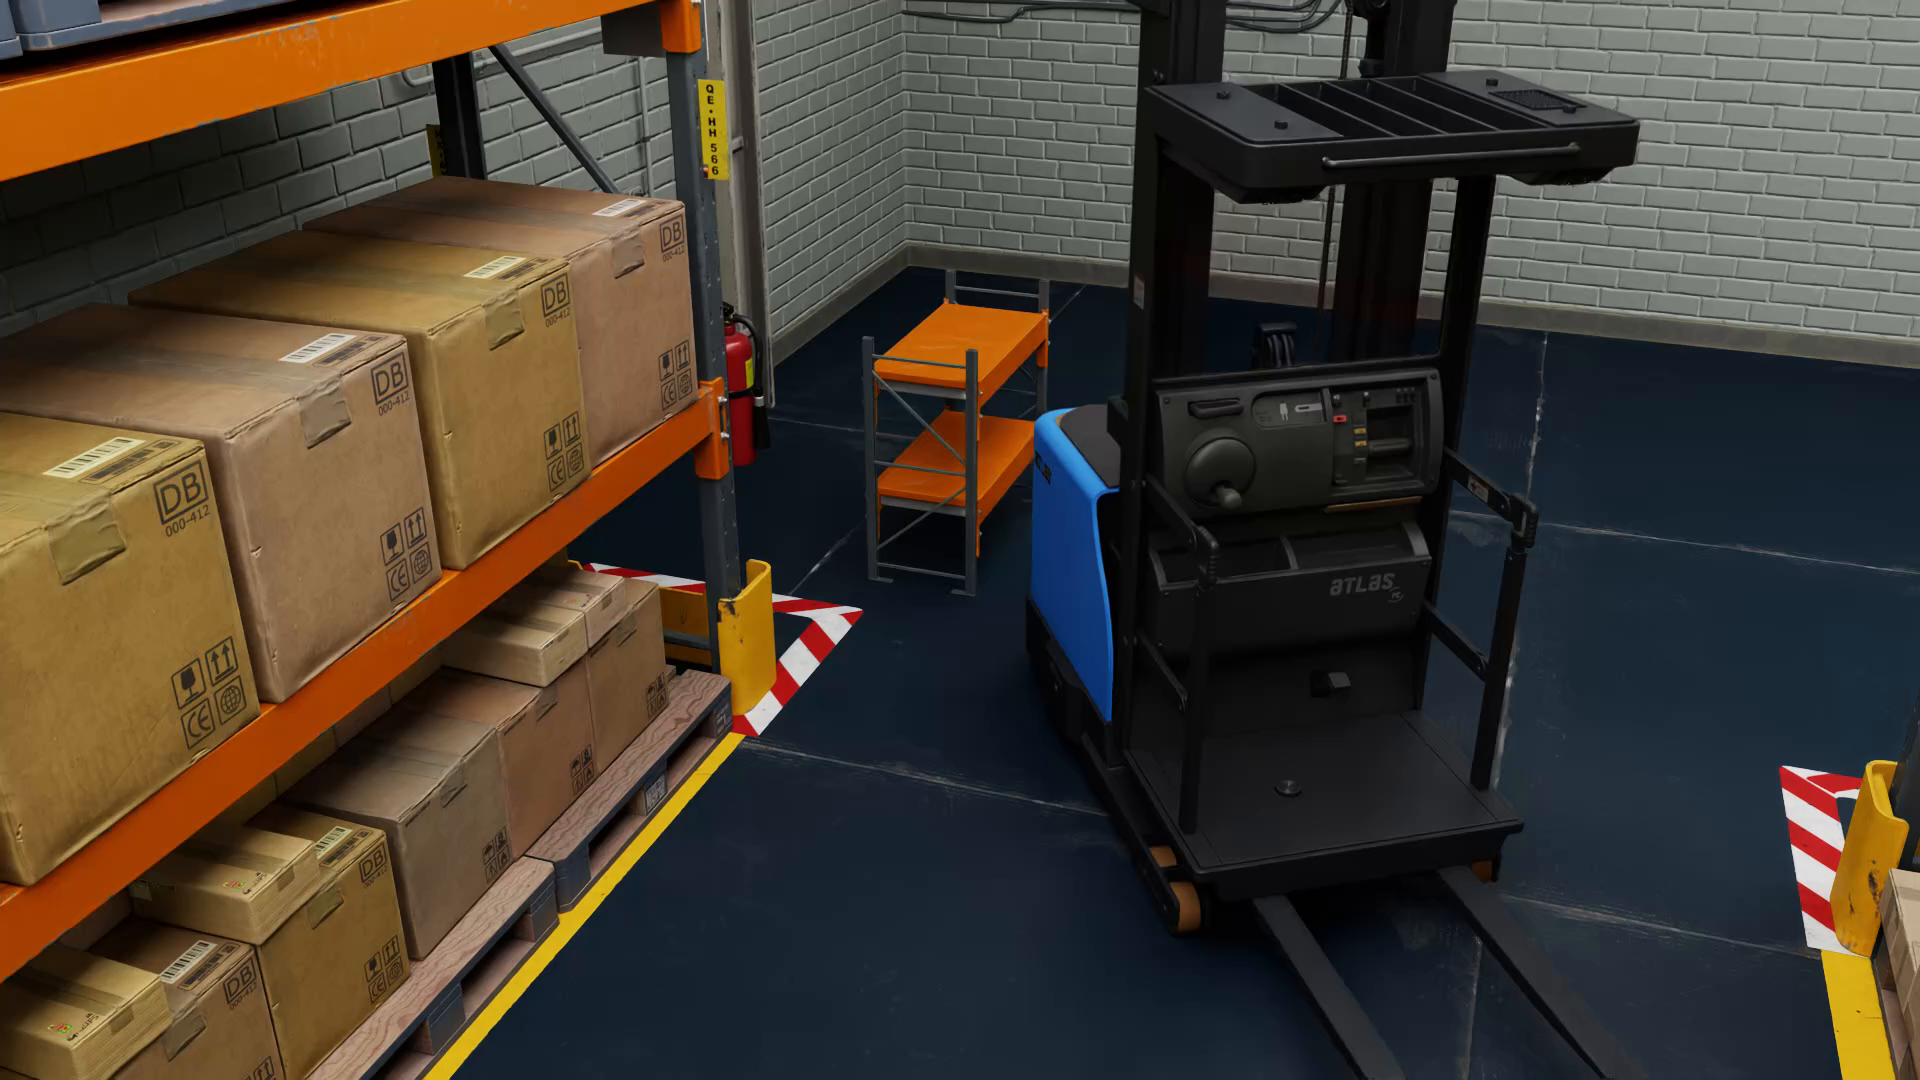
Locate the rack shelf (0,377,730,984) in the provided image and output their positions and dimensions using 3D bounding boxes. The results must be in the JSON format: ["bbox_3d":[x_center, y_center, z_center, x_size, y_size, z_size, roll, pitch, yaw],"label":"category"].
[{"bbox_3d":[-1.991,0.331,4.449,1.077,0.370,4.000,9,27,17],"label":"rack shelf"}]

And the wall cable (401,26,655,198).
[{"bbox_3d":[-1.792,-1.935,7.138,0.084,1.984,1.851,9,27,17],"label":"wall cable"}]

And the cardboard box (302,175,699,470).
[{"bbox_3d":[-1.486,-0.738,5.489,0.980,0.700,0.700,10,28,20],"label":"cardboard box"}]

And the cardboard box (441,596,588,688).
[{"bbox_3d":[-1.420,0.316,5.297,0.380,0.149,0.250,9,27,19],"label":"cardboard box"}]

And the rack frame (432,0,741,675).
[{"bbox_3d":[-1.326,-0.814,5.990,1.000,3.000,0.127,9,27,17],"label":"rack frame"}]

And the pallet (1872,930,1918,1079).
[{"bbox_3d":[3.057,1.517,4.376,1.003,0.211,1.213,9,27,17],"label":"pallet"}]

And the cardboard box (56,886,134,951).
[{"bbox_3d":[-2.286,0.887,4.119,0.380,0.149,0.250,8,27,16],"label":"cardboard box"}]

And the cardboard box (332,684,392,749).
[{"bbox_3d":[-1.947,0.467,4.985,0.380,0.149,0.250,9,27,18],"label":"cardboard box"}]

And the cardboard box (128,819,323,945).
[{"bbox_3d":[-1.852,0.852,4.190,0.380,0.149,0.250,8,27,16],"label":"cardboard box"}]

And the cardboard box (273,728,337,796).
[{"bbox_3d":[-2.032,0.573,4.767,0.380,0.149,0.250,9,27,18],"label":"cardboard box"}]

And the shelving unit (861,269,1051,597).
[{"bbox_3d":[0.002,-0.509,7.511,0.538,1.125,1.048,9,27,17],"label":"shelving unit"}]

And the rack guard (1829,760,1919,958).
[{"bbox_3d":[3.322,1.059,4.989,1.175,0.500,0.348,9,27,17],"label":"rack guard"}]

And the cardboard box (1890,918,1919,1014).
[{"bbox_3d":[2.800,1.205,4.566,0.380,0.166,0.250,9,27,17],"label":"cardboard box"}]

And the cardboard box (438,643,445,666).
[{"bbox_3d":[-1.779,0.260,5.413,0.380,0.149,0.250,9,27,18],"label":"cardboard box"}]

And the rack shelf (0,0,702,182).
[{"bbox_3d":[-1.991,-1.019,3.795,1.077,0.370,4.000,9,27,17],"label":"rack shelf"}]

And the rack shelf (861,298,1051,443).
[{"bbox_3d":[0.002,-0.772,7.383,0.538,0.278,1.000,9,27,17],"label":"rack shelf"}]

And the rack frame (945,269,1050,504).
[{"bbox_3d":[0.171,-0.718,7.942,0.500,1.125,0.032,9,27,17],"label":"rack frame"}]

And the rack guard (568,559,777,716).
[{"bbox_3d":[-1.318,0.301,6.555,1.175,0.500,0.348,9,27,17],"label":"rack guard"}]

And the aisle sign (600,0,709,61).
[{"bbox_3d":[-1.019,-1.970,5.394,0.394,0.787,0.004,9,27,17],"label":"aisle sign"}]

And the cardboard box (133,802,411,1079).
[{"bbox_3d":[-1.968,1.057,4.512,0.700,0.500,0.500,9,27,19],"label":"cardboard box"}]

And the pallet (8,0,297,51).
[{"bbox_3d":[-1.967,-1.315,3.684,1.003,0.211,1.213,9,27,17],"label":"pallet"}]

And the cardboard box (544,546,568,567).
[{"bbox_3d":[-1.611,0.052,5.844,0.380,0.149,0.250,9,27,18],"label":"cardboard box"}]

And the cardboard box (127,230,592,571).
[{"bbox_3d":[-1.718,-0.438,4.868,0.980,0.700,0.700,9,27,17],"label":"cardboard box"}]

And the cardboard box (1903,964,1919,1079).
[{"bbox_3d":[2.732,1.330,4.212,0.500,0.250,0.500,9,27,17],"label":"cardboard box"}]

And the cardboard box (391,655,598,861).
[{"bbox_3d":[-1.631,0.630,5.394,0.700,0.500,0.500,9,27,17],"label":"cardboard box"}]

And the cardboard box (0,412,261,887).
[{"bbox_3d":[-2.213,0.175,3.603,0.980,0.700,0.700,8,27,16],"label":"cardboard box"}]

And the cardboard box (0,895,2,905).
[{"bbox_3d":[-2.461,0.474,2.985,0.980,0.700,0.700,9,27,18],"label":"cardboard box"}]

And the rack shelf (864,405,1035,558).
[{"bbox_3d":[0.002,-0.289,7.617,0.538,0.278,1.000,9,27,17],"label":"rack shelf"}]

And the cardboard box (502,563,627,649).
[{"bbox_3d":[-1.335,0.211,5.514,0.380,0.149,0.250,8,27,17],"label":"cardboard box"}]

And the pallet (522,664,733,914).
[{"bbox_3d":[-1.518,0.781,5.895,1.003,0.211,1.213,9,27,17],"label":"pallet"}]

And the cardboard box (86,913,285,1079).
[{"bbox_3d":[-2.141,1.267,4.077,0.700,0.500,0.500,8,27,17],"label":"cardboard box"}]

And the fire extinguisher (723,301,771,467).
[{"bbox_3d":[-0.840,-0.607,6.078,0.296,0.674,0.183,9,27,17],"label":"fire extinguisher"}]

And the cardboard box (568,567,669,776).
[{"bbox_3d":[-1.464,0.424,5.819,0.700,0.500,0.500,9,27,17],"label":"cardboard box"}]

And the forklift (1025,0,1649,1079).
[{"bbox_3d":[1.111,-0.272,4.948,1.130,2.935,3.031,-6,26,-12],"label":"forklift"}]

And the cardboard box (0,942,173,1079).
[{"bbox_3d":[-2.025,1.067,3.747,0.380,0.149,0.250,10,27,19],"label":"cardboard box"}]

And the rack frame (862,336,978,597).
[{"bbox_3d":[-0.167,-0.300,7.079,0.500,1.125,0.032,9,27,17],"label":"rack frame"}]

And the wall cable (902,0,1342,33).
[{"bbox_3d":[0.893,-4.389,10.053,3.097,2.526,0.112,9,27,17],"label":"wall cable"}]

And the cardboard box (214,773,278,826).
[{"bbox_3d":[-2.116,0.677,4.552,0.380,0.149,0.250,8,27,17],"label":"cardboard box"}]

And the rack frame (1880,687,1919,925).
[{"bbox_3d":[3.347,-0.097,4.509,1.000,3.000,0.127,9,27,17],"label":"rack frame"}]

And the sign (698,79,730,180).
[{"bbox_3d":[-0.819,-1.358,5.512,0.100,0.325,0.005,9,27,17],"label":"sign"}]

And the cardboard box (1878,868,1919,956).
[{"bbox_3d":[2.883,1.110,4.782,0.380,0.149,0.250,9,27,17],"label":"cardboard box"}]

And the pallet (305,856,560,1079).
[{"bbox_3d":[-1.926,1.280,4.863,1.003,0.211,1.213,9,27,17],"label":"pallet"}]

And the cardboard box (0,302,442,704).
[{"bbox_3d":[-1.980,-0.126,4.223,0.980,0.700,0.700,7,27,15],"label":"cardboard box"}]

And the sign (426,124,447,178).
[{"bbox_3d":[-1.847,-1.323,5.955,0.100,0.325,0.005,9,27,17],"label":"sign"}]

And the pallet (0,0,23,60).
[{"bbox_3d":[-2.375,-0.815,2.652,1.003,0.211,1.213,9,27,17],"label":"pallet"}]

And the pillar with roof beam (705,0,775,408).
[{"bbox_3d":[2.817,-4.125,5.944,9.100,9.000,0.400,9,27,17],"label":"pillar with roof beam"}]

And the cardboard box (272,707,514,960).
[{"bbox_3d":[-1.798,0.836,4.967,0.700,0.500,0.500,8,27,16],"label":"cardboard box"}]

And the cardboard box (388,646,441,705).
[{"bbox_3d":[-1.863,0.363,5.201,0.380,0.149,0.250,9,27,18],"label":"cardboard box"}]
